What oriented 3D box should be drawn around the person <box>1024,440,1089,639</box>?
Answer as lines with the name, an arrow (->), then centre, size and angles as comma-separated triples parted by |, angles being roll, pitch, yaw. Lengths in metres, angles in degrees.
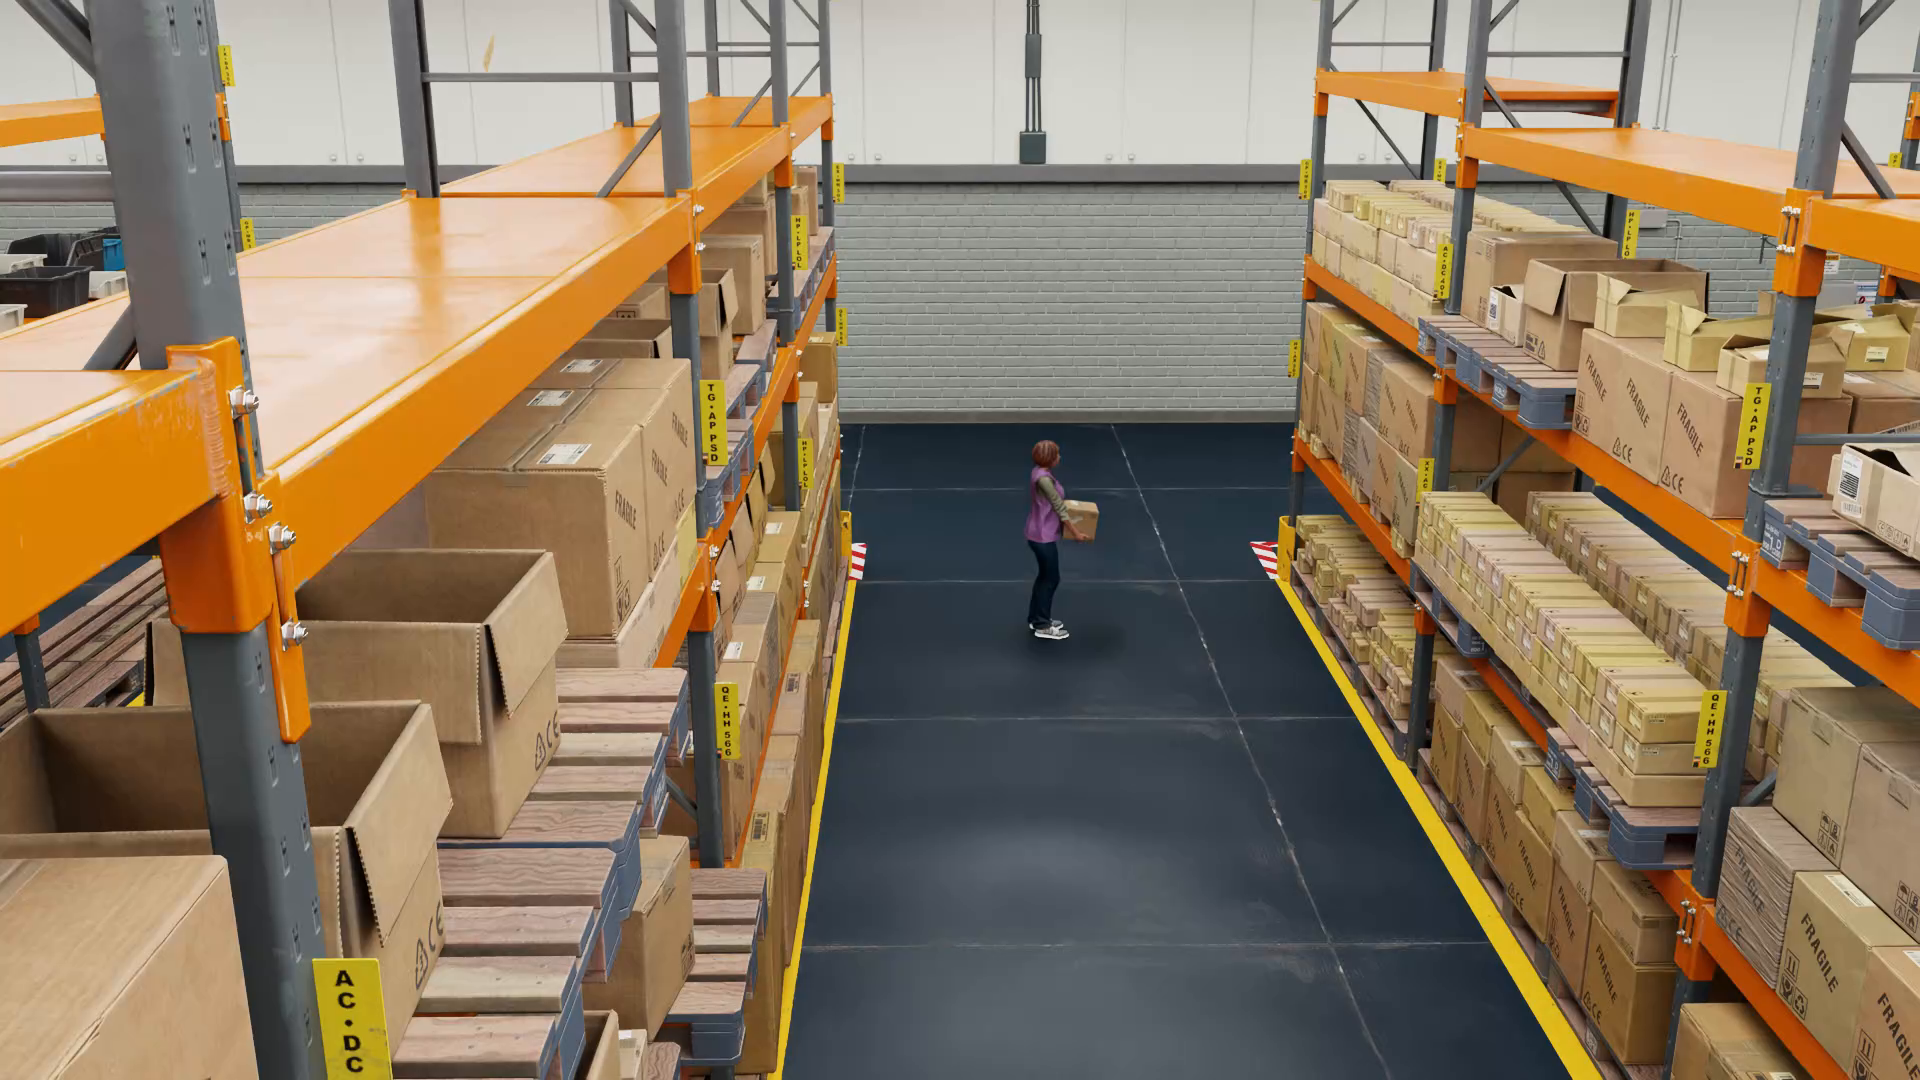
person -> 0.754, -0.013, 13.113 | 0.501, 1.600, 0.375 | 0, 17, -1
